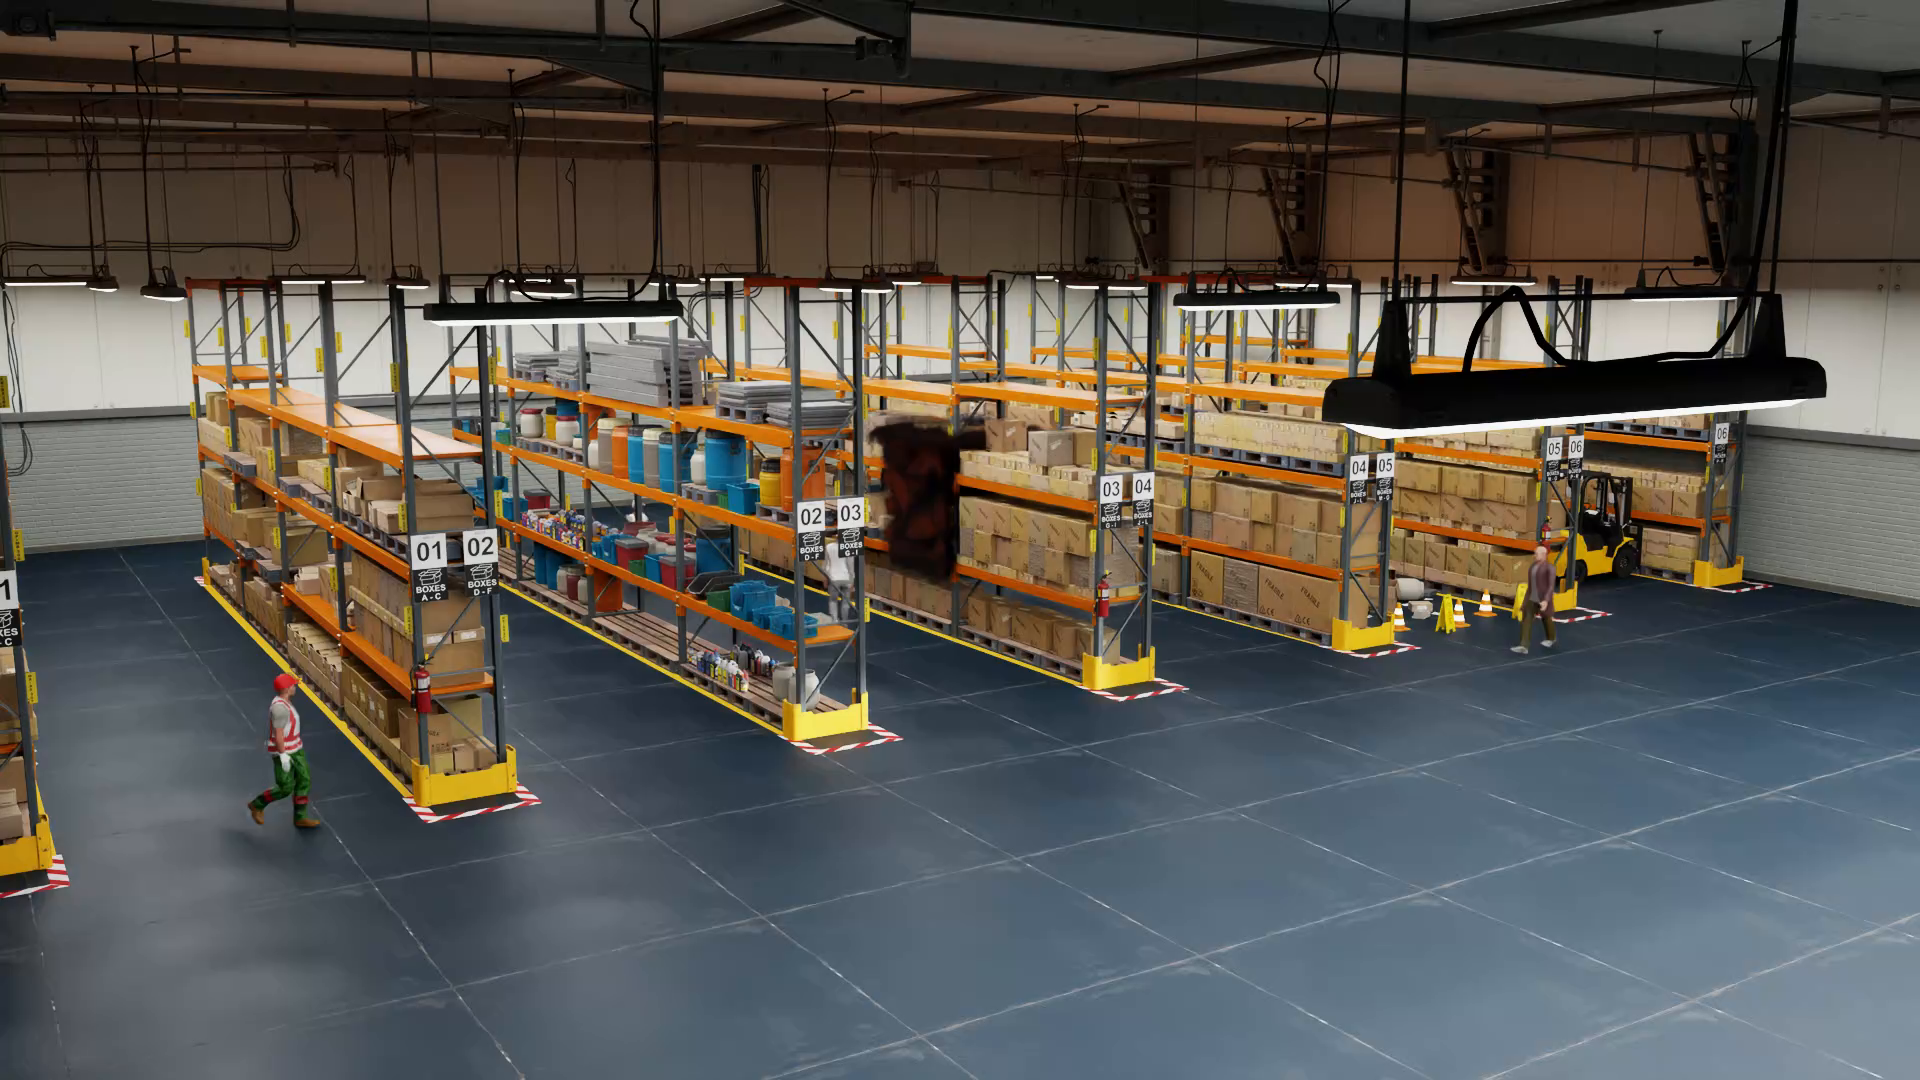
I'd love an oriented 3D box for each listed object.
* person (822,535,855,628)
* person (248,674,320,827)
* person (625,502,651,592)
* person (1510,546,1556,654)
[{"bbox_3d":[-1.973,0.679,26.948,0.528,1.833,0.441,0,10,3],"label":"person"},{"bbox_3d":[-7.595,2.366,18.595,0.730,1.766,0.538,1,10,7],"label":"person"},{"bbox_3d":[-6.204,0.087,32.136,0.537,1.748,0.994,-6,11,-32],"label":"person"},{"bbox_3d":[9.400,0.967,27.021,0.539,1.740,1.085,7,12,36],"label":"person"}]
